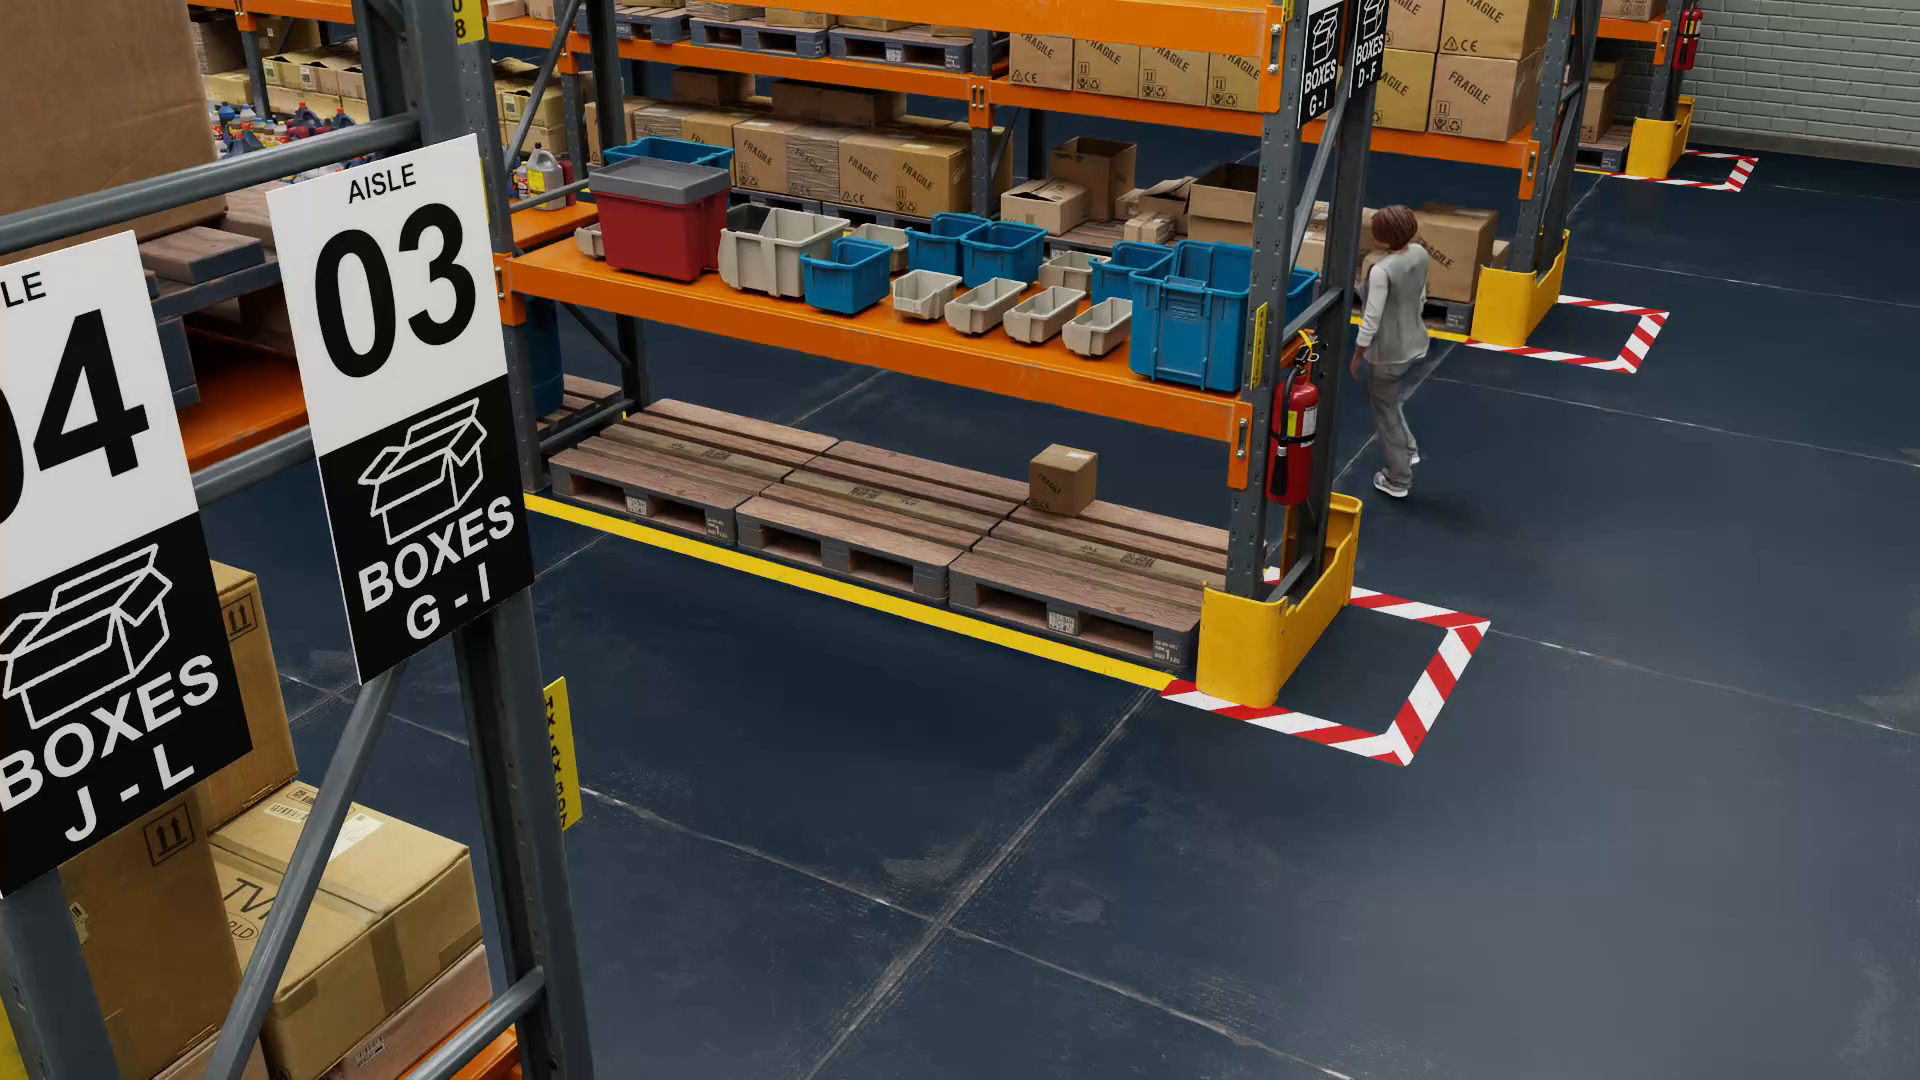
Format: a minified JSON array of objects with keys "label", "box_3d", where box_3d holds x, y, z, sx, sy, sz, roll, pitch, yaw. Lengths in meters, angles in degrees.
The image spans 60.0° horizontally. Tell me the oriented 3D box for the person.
[{"label":"person","box_3d":[2.184,-0.960,8.483,0.549,1.585,0.409,-20,33,-35]}]
